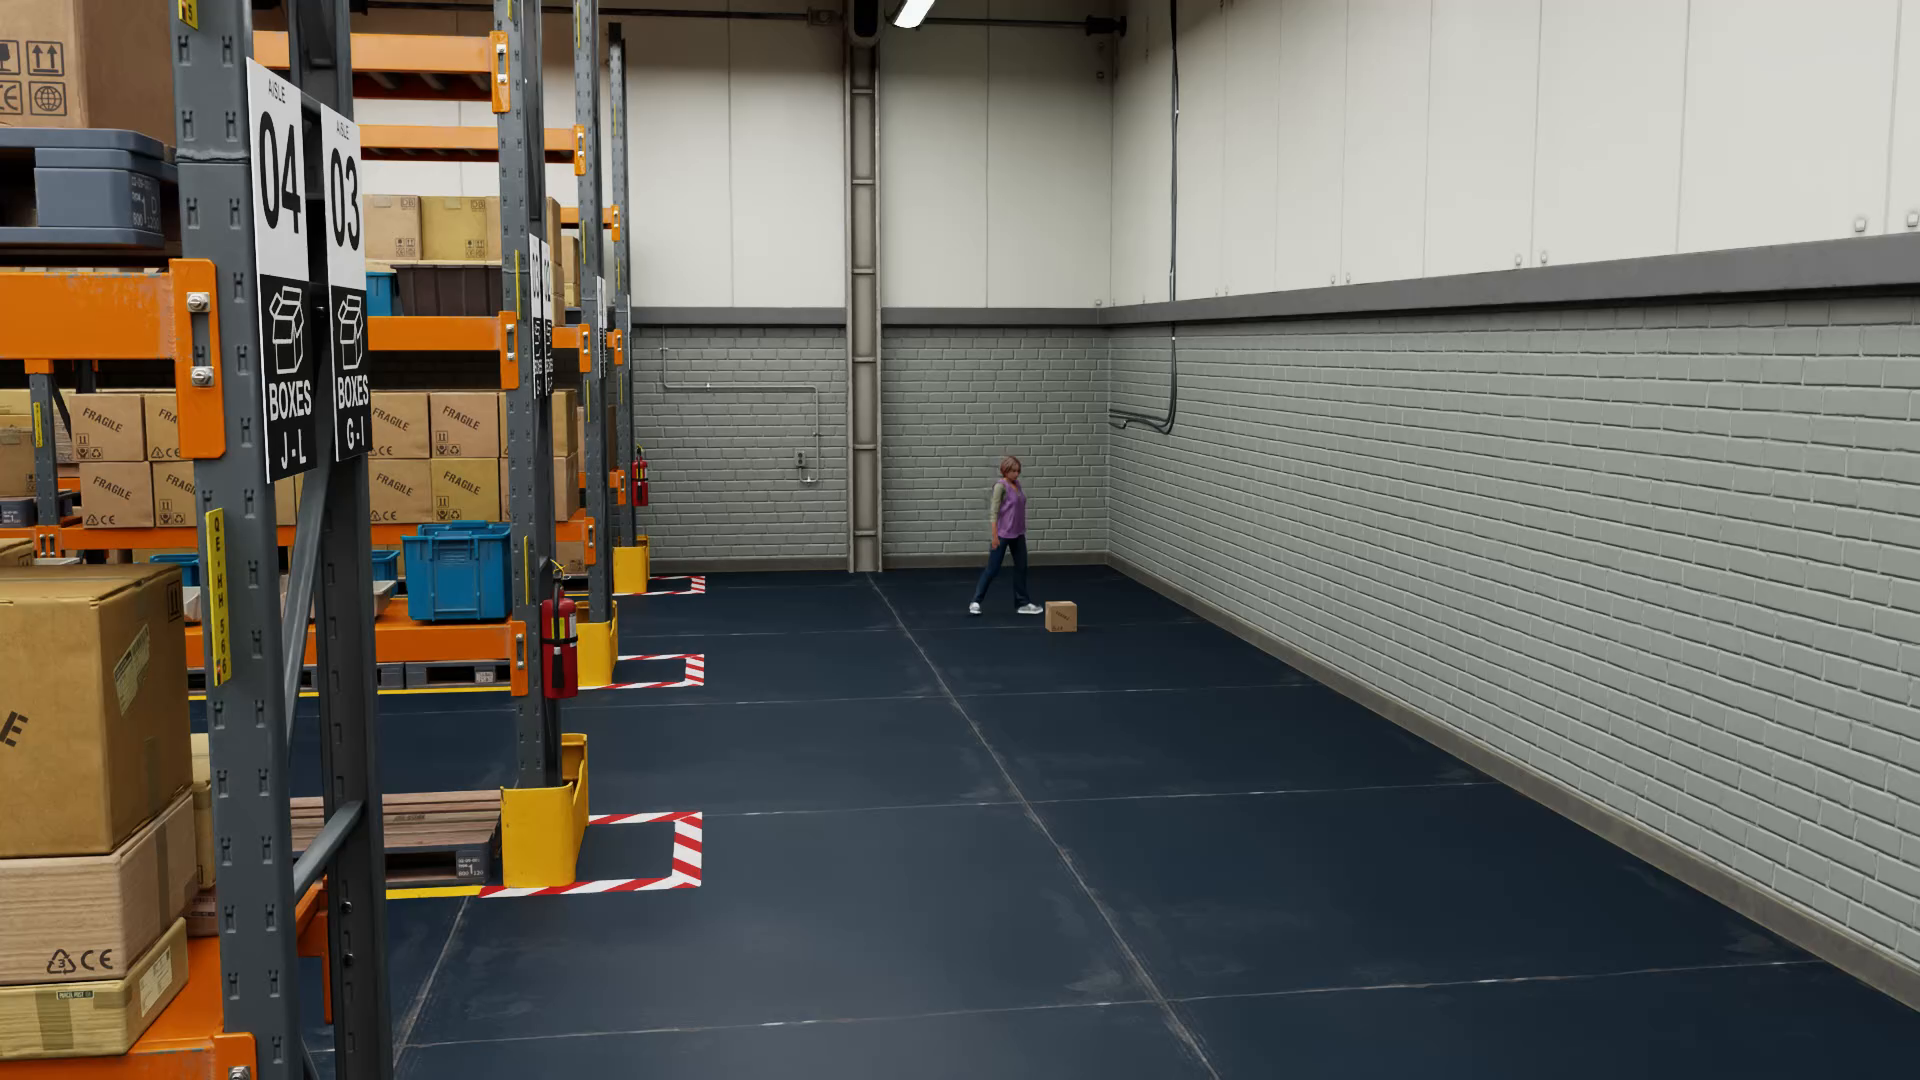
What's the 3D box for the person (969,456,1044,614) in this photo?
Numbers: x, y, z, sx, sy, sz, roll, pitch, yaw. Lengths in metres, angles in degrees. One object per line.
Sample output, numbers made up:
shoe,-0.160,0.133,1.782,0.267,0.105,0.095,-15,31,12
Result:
person,0.426,-0.016,16.373,0.620,1.517,0.582,5,8,38
